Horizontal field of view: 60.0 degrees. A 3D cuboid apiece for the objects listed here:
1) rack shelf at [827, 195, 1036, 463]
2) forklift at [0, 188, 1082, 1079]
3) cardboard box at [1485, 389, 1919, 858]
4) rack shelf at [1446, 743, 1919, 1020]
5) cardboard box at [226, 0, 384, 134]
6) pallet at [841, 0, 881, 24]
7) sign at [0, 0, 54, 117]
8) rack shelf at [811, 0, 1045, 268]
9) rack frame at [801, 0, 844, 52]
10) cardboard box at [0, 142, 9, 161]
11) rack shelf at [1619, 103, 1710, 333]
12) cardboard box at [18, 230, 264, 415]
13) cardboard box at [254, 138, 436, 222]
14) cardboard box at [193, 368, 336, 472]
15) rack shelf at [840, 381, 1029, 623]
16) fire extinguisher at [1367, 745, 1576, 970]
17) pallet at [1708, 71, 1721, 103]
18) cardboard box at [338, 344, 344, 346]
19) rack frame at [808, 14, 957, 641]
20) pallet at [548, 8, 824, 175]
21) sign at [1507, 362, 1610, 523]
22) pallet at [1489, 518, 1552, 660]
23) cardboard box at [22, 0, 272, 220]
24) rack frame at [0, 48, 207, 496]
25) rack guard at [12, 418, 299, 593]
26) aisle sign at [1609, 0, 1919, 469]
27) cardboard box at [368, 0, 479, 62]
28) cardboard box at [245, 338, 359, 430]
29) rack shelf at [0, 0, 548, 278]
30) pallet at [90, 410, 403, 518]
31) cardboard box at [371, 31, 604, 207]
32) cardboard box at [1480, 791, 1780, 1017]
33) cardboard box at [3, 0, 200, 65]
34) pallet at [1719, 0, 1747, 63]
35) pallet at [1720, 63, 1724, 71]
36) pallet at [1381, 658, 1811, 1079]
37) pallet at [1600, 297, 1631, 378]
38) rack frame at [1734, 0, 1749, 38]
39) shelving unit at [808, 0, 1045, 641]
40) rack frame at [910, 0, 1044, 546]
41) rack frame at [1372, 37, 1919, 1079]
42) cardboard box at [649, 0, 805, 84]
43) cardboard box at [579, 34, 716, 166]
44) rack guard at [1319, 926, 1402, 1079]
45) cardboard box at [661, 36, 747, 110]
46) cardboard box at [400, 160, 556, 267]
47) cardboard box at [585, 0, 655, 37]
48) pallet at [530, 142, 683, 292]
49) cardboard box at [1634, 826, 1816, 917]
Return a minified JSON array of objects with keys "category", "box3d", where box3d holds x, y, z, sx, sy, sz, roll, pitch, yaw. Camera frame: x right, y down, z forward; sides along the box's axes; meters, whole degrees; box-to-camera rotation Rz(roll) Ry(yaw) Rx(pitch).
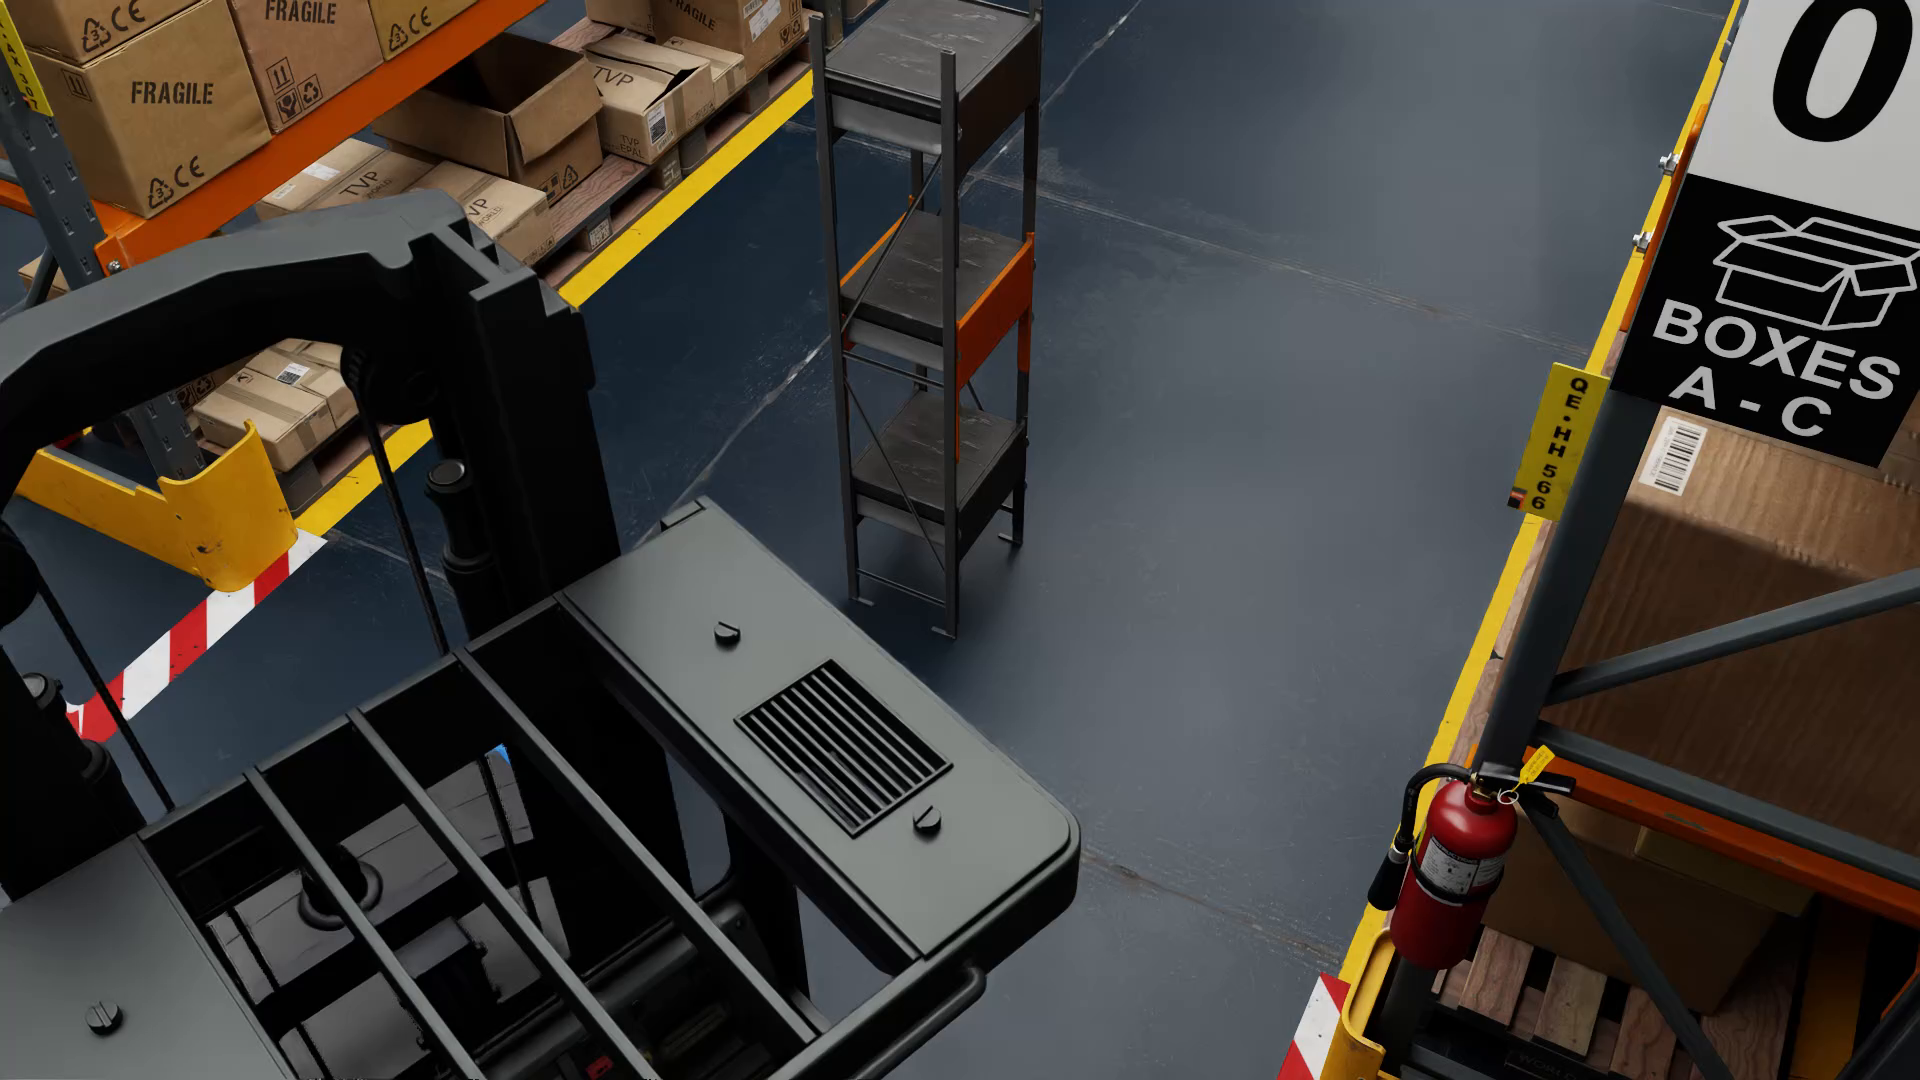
[{"category":"rack shelf","box3d":[-0.077,-0.624,4.910,0.431,0.518,0.480,20,49,19]},{"category":"forklift","box3d":[-0.550,1.074,2.627,1.130,2.935,3.031,-33,54,-28]},{"category":"cardboard box","box3d":[1.717,0.089,3.343,0.980,0.700,0.700,23,50,21]},{"category":"rack shelf","box3d":[2.417,-0.489,4.630,1.077,0.370,4.000,20,49,19]},{"category":"cardboard box","box3d":[-2.226,-1.669,5.220,0.500,0.500,0.500,20,49,19]},{"category":"pallet","box3d":[-0.700,-3.179,8.744,1.003,0.211,1.213,20,49,19]},{"category":"sign","box3d":[-2.420,-1.240,4.258,0.100,0.325,0.005,20,49,19]},{"category":"rack shelf","box3d":[-0.077,-1.116,4.412,0.431,0.518,0.480,20,49,19]},{"category":"rack frame","box3d":[-1.044,-3.635,7.233,1.000,3.000,0.127,20,49,19]},{"category":"cardboard box","box3d":[-2.934,-1.522,5.075,0.500,0.500,0.500,22,49,20]},{"category":"rack shelf","box3d":[2.417,-1.543,3.563,1.077,0.370,4.000,20,49,19]},{"category":"cardboard box","box3d":[-2.866,-0.814,5.894,0.500,0.500,0.500,20,49,19]},{"category":"cardboard box","box3d":[-2.399,-1.315,6.565,0.500,0.250,0.500,20,49,19]},{"category":"cardboard box","box3d":[-2.402,-0.417,5.749,0.380,0.149,0.250,20,49,19]},{"category":"rack shelf","box3d":[-0.077,-0.132,5.408,0.431,0.518,0.480,20,49,19]},{"category":"fire extinguisher","box3d":[1.010,0.619,3.345,0.296,0.674,0.183,20,49,19]},{"category":"pallet","box3d":[3.637,-1.532,7.116,1.003,0.211,1.213,20,49,19]},{"category":"cardboard box","box3d":[-2.165,-0.867,6.121,0.500,0.250,0.500,20,49,19]},{"category":"rack frame","box3d":[-0.190,-0.480,4.748,0.400,2.100,0.015,20,49,19]},{"category":"pallet","box3d":[-1.363,-2.222,7.798,1.003,0.211,1.213,20,49,19]},{"category":"sign","box3d":[1.015,-0.160,2.818,0.100,0.325,0.005,20,49,19]},{"category":"pallet","box3d":[2.358,0.204,5.400,1.003,0.211,1.213,20,49,19]},{"category":"cardboard box","box3d":[-2.461,-1.342,4.897,0.500,0.500,0.500,21,49,20]},{"category":"rack frame","box3d":[-2.901,-1.115,4.743,1.000,3.000,0.127,20,49,19]},{"category":"rack guard","box3d":[-2.865,-0.284,5.679,1.175,0.500,0.348,20,49,19]},{"category":"aisle sign","box3d":[1.190,-0.449,2.257,0.394,0.787,0.004,20,49,19]},{"category":"cardboard box","box3d":[-1.991,-1.984,5.532,0.500,0.500,0.500,20,49,19]},{"category":"cardboard box","box3d":[-2.286,-0.581,5.898,0.380,0.166,0.250,20,49,19]},{"category":"rack shelf","box3d":[-1.972,-2.122,6.244,1.077,0.370,4.000,20,49,19]},{"category":"pallet","box3d":[-2.496,-0.685,6.279,1.003,0.211,1.213,20,49,19]},{"category":"cardboard box","box3d":[-1.911,-1.726,6.793,0.797,0.503,0.637,20,49,19]},{"category":"cardboard box","box3d":[1.725,0.776,4.337,0.700,0.500,0.500,20,49,19]},{"category":"cardboard box","box3d":[-2.461,-1.694,4.542,0.500,0.500,0.500,22,49,20]},{"category":"pallet","box3d":[1.824,-0.976,2.558,1.003,0.211,1.213,20,49,19]},{"category":"pallet","box3d":[4.202,-2.304,7.878,1.003,0.211,1.213,20,49,19]},{"category":"pallet","box3d":[1.791,0.969,4.644,1.003,0.211,1.213,20,49,19]},{"category":"pallet","box3d":[2.923,-0.568,6.163,1.003,0.211,1.213,20,49,19]},{"category":"rack frame","box3d":[1.489,-1.590,0.995,1.000,3.000,0.127,20,49,19]},{"category":"shelving unit","box3d":[-0.077,-0.634,4.900,0.431,2.100,0.503,20,49,19]},{"category":"rack frame","box3d":[0.036,-0.788,5.052,0.400,2.100,0.015,20,49,19]},{"category":"rack frame","box3d":[1.489,0.519,3.129,1.000,3.000,0.127,20,49,19]},{"category":"cardboard box","box3d":[-1.057,-2.458,7.518,0.500,0.500,0.500,20,49,19]},{"category":"cardboard box","box3d":[-1.405,-1.919,7.119,0.500,0.311,0.500,20,49,19]},{"category":"rack guard","box3d":[1.478,1.412,4.003,1.175,0.500,0.348,20,49,19]},{"category":"cardboard box","box3d":[-1.178,-2.078,7.390,0.380,0.149,0.250,20,49,19]},{"category":"cardboard box","box3d":[-1.933,-1.182,6.433,0.500,0.250,0.500,20,49,19]},{"category":"cardboard box","box3d":[-1.430,-2.651,7.842,0.500,0.311,0.500,20,49,19]},{"category":"pallet","box3d":[-1.929,-1.450,7.035,1.003,0.211,1.213,20,49,19]},{"category":"cardboard box","box3d":[1.844,0.692,3.963,0.380,0.149,0.250,21,49,19]}]
